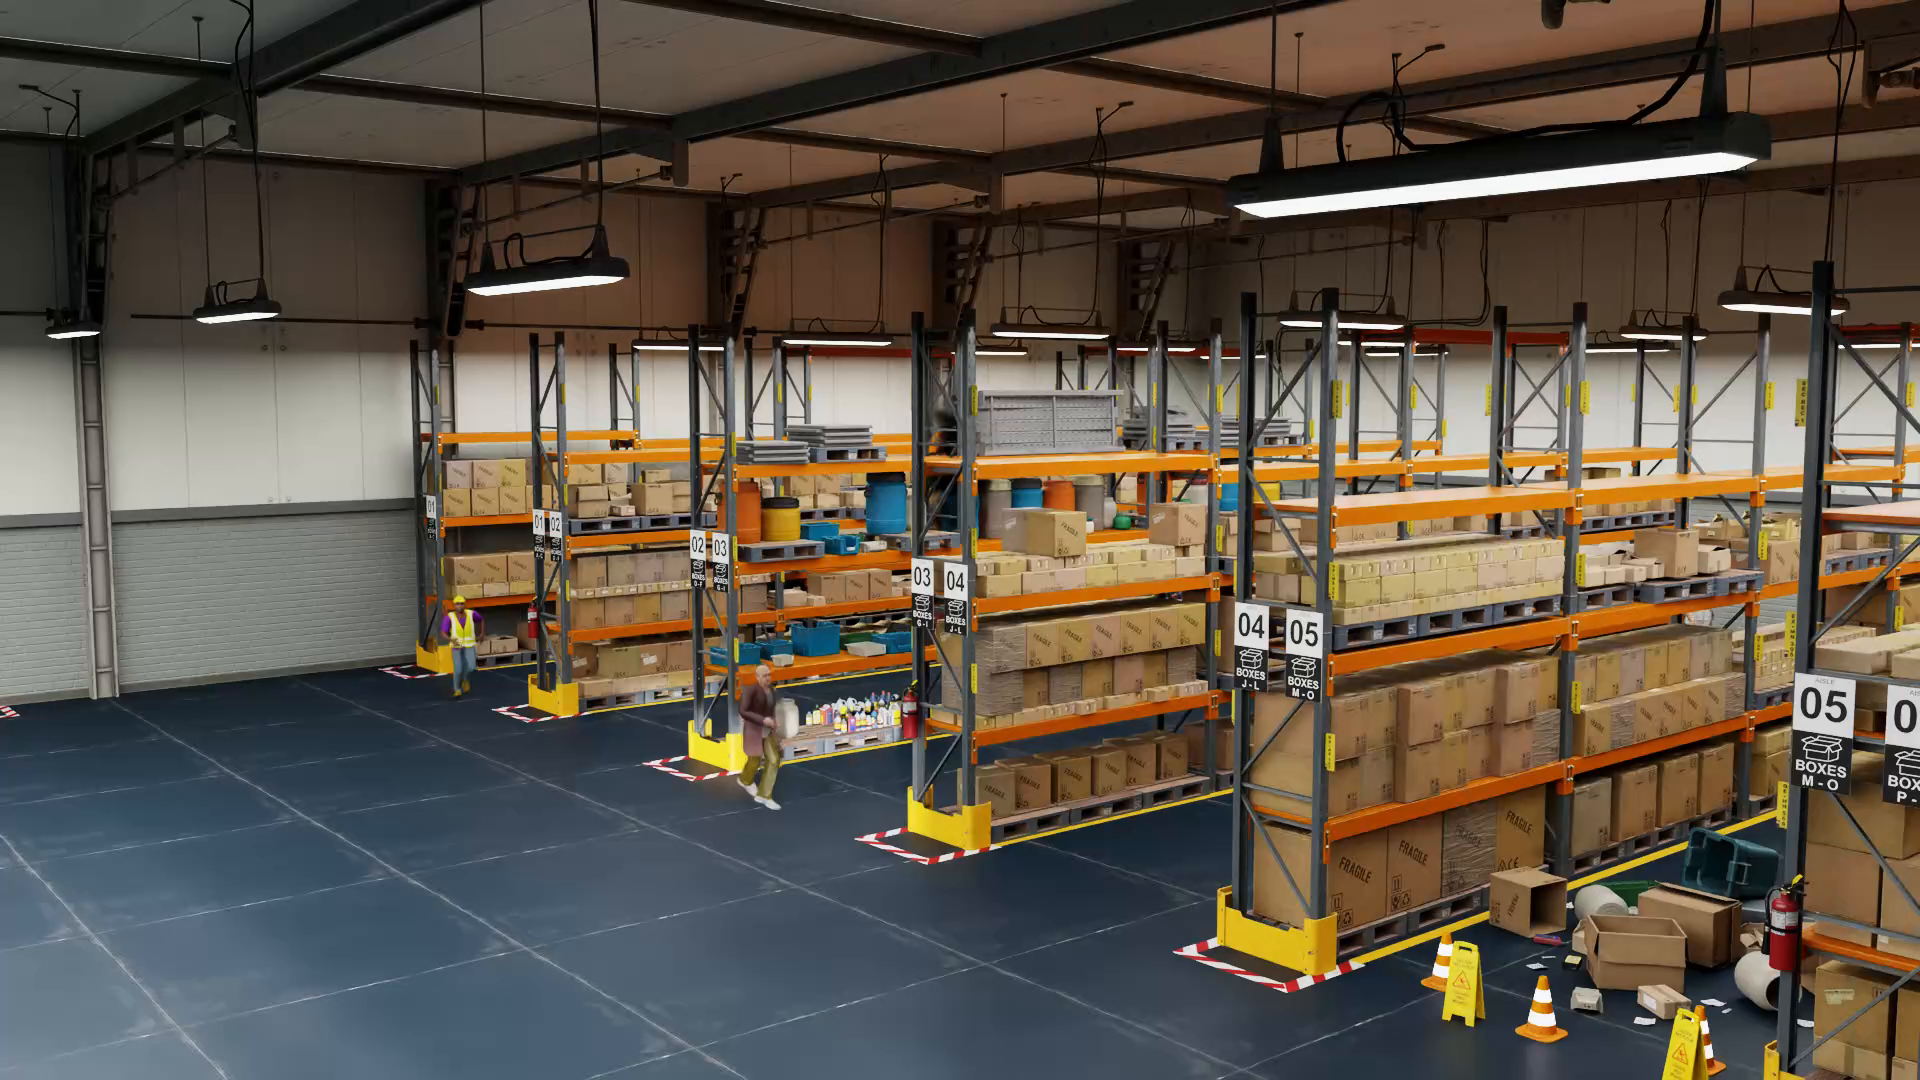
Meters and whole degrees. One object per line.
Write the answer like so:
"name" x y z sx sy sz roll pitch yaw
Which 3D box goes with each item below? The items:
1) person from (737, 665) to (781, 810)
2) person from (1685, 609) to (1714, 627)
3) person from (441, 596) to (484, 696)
"person" -2.545 2.489 20.512 0.656 1.571 0.905 -5 7 -41
"person" 13.407 1.565 30.276 0.595 1.639 0.768 -1 5 -6
"person" -8.198 1.760 27.470 0.728 1.704 0.731 -2 6 -23
